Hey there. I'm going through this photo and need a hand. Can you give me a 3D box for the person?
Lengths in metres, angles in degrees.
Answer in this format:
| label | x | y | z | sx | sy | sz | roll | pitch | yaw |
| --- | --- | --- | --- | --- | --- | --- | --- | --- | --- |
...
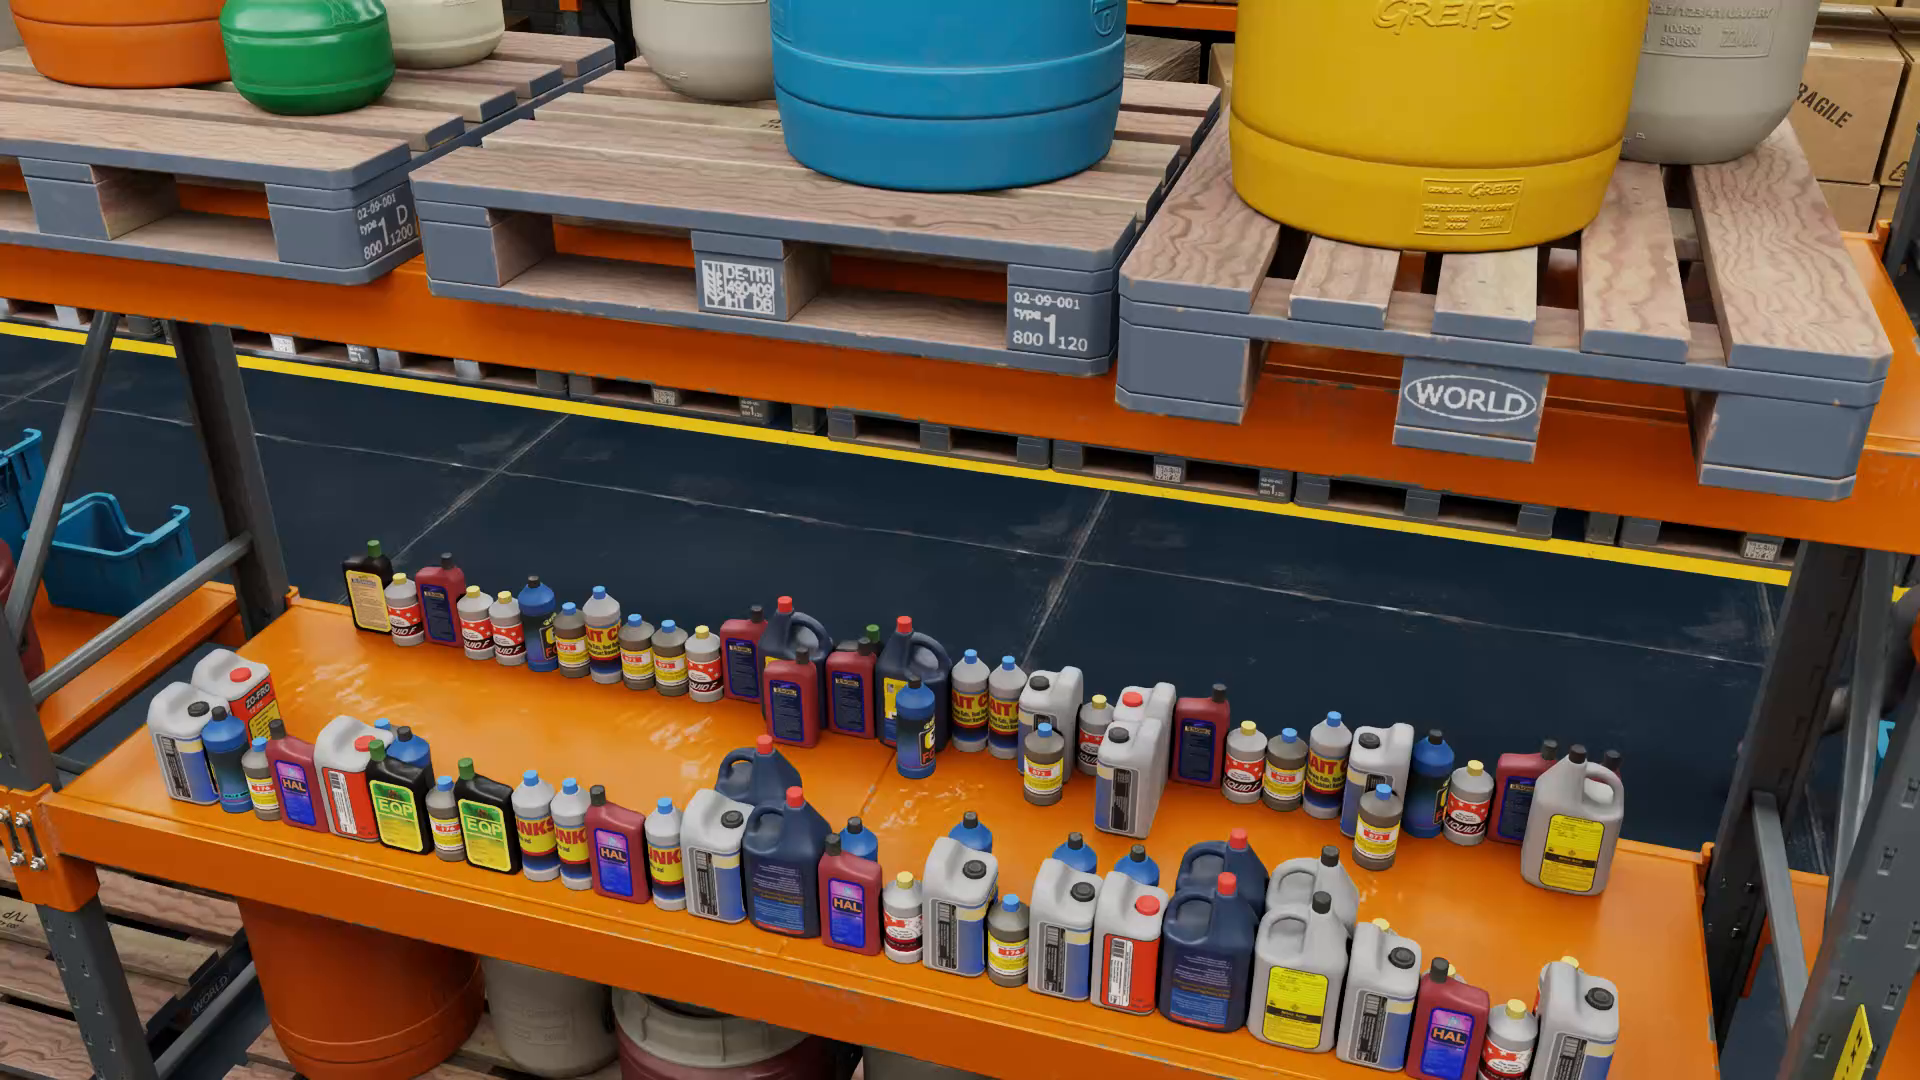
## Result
| label | x | y | z | sx | sy | sz | roll | pitch | yaw |
| --- | --- | --- | --- | --- | --- | --- | --- | --- | --- |
| person | 3.321 | 0.272 | 5.652 | 0.978 | 1.604 | 0.456 | 3 | 30 | 6 |
